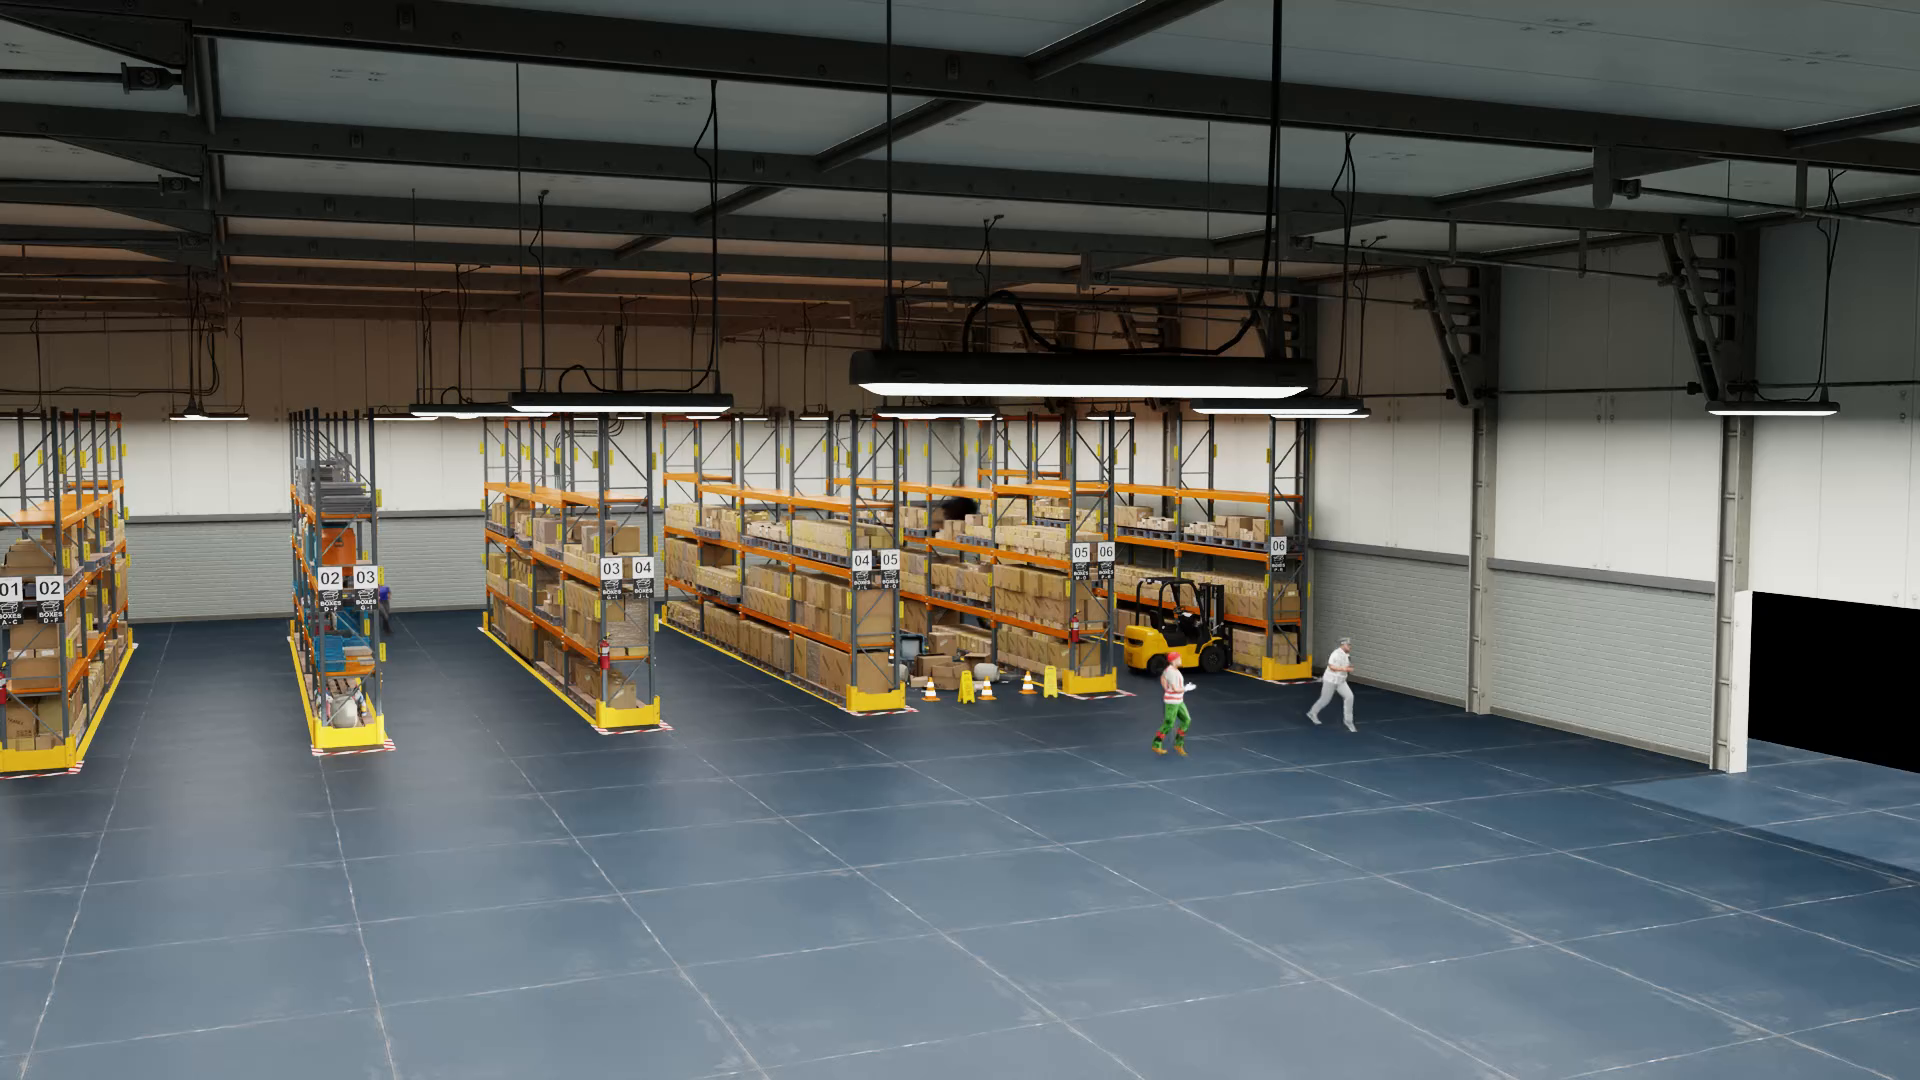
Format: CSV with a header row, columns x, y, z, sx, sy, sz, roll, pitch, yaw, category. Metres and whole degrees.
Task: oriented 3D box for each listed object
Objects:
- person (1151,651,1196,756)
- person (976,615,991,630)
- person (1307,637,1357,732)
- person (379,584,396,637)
x,y,z,sx,sy,sz,roll,pitch,yaw,category
3.676,2.830,28.559,0.777,1.852,0.657,1,4,17,person
0.664,1.705,44.899,0.720,1.746,0.911,-2,4,-26,person
6.979,2.683,31.183,0.658,1.799,1.015,-4,6,-44,person
-15.536,1.779,44.709,0.796,1.659,0.627,4,6,45,person
